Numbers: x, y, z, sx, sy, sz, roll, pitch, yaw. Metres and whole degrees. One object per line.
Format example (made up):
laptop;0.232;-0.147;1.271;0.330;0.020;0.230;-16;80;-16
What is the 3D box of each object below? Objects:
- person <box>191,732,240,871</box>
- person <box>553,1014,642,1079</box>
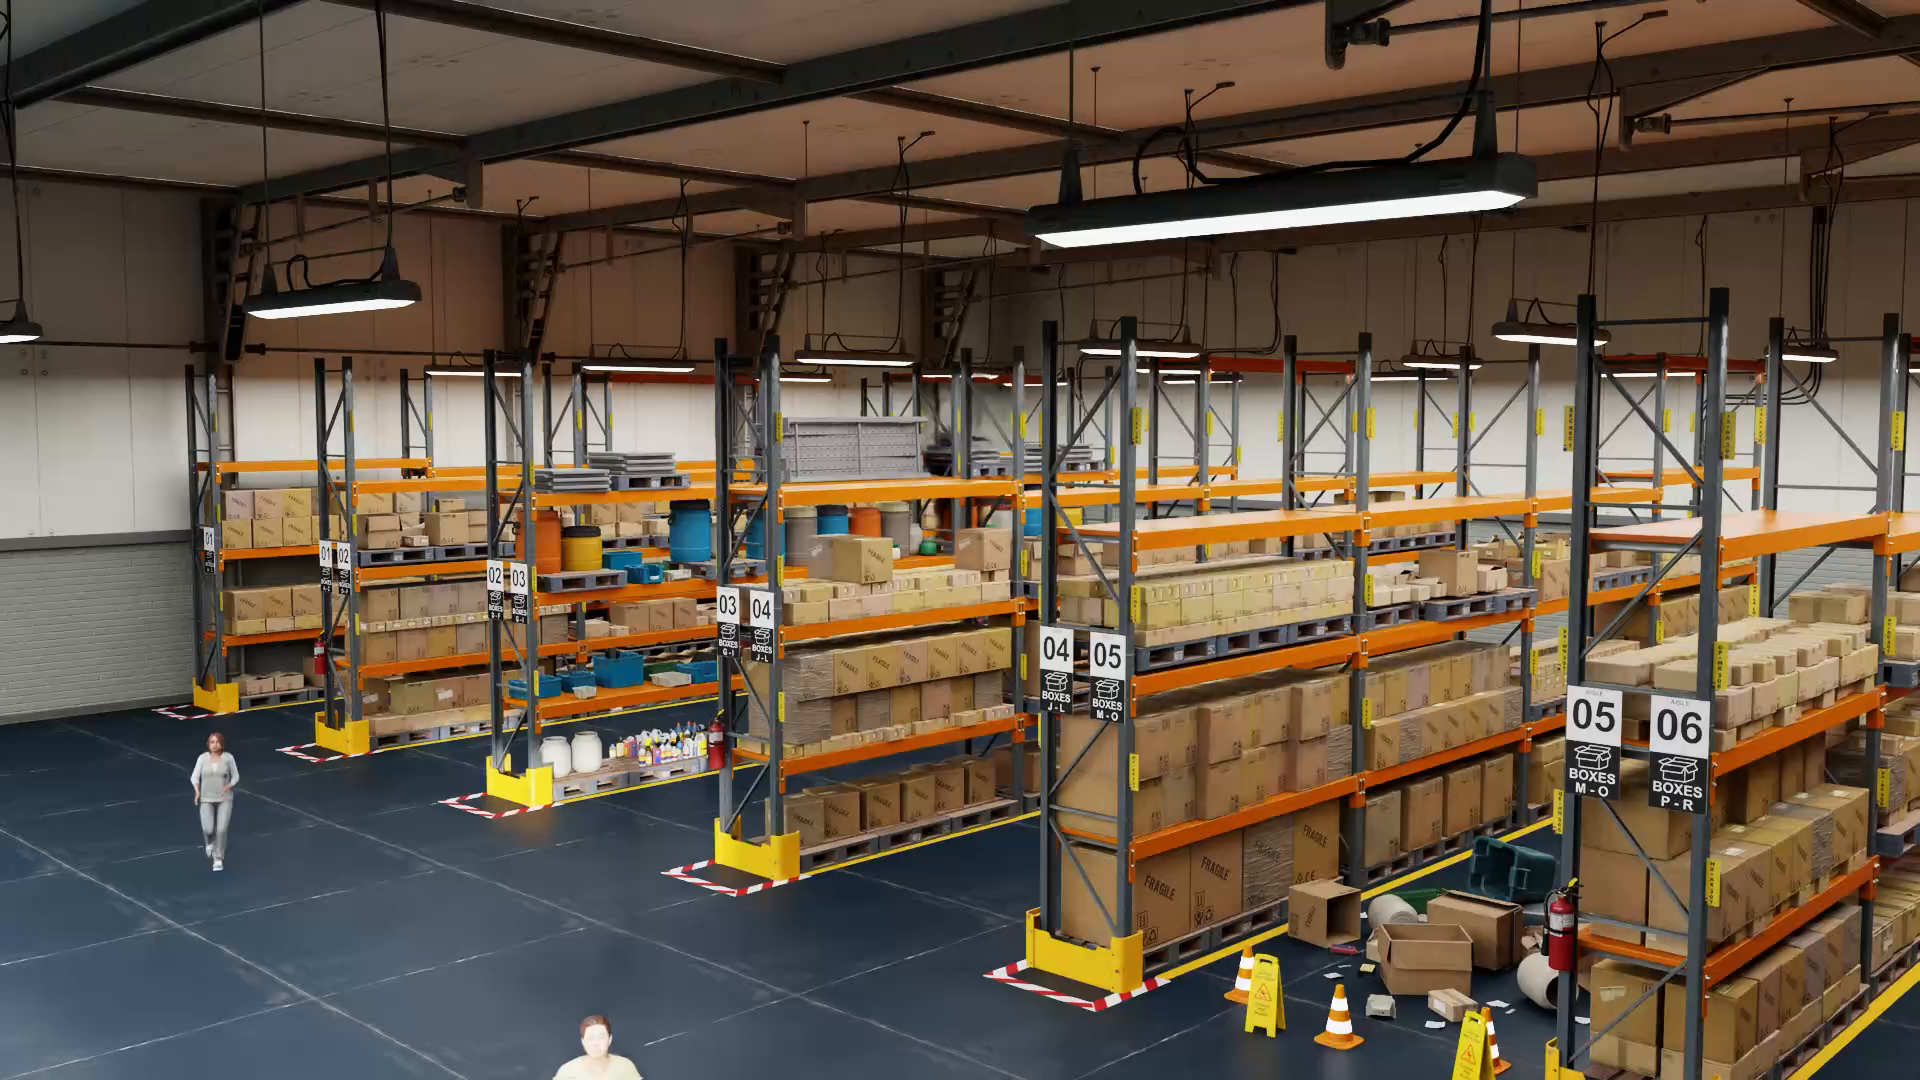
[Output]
person;-8.418;2.952;18.805;0.507;1.552;0.512;-2;5;-21
person;-2.147;3.605;9.855;0.586;1.626;0.562;-1;5;-14
